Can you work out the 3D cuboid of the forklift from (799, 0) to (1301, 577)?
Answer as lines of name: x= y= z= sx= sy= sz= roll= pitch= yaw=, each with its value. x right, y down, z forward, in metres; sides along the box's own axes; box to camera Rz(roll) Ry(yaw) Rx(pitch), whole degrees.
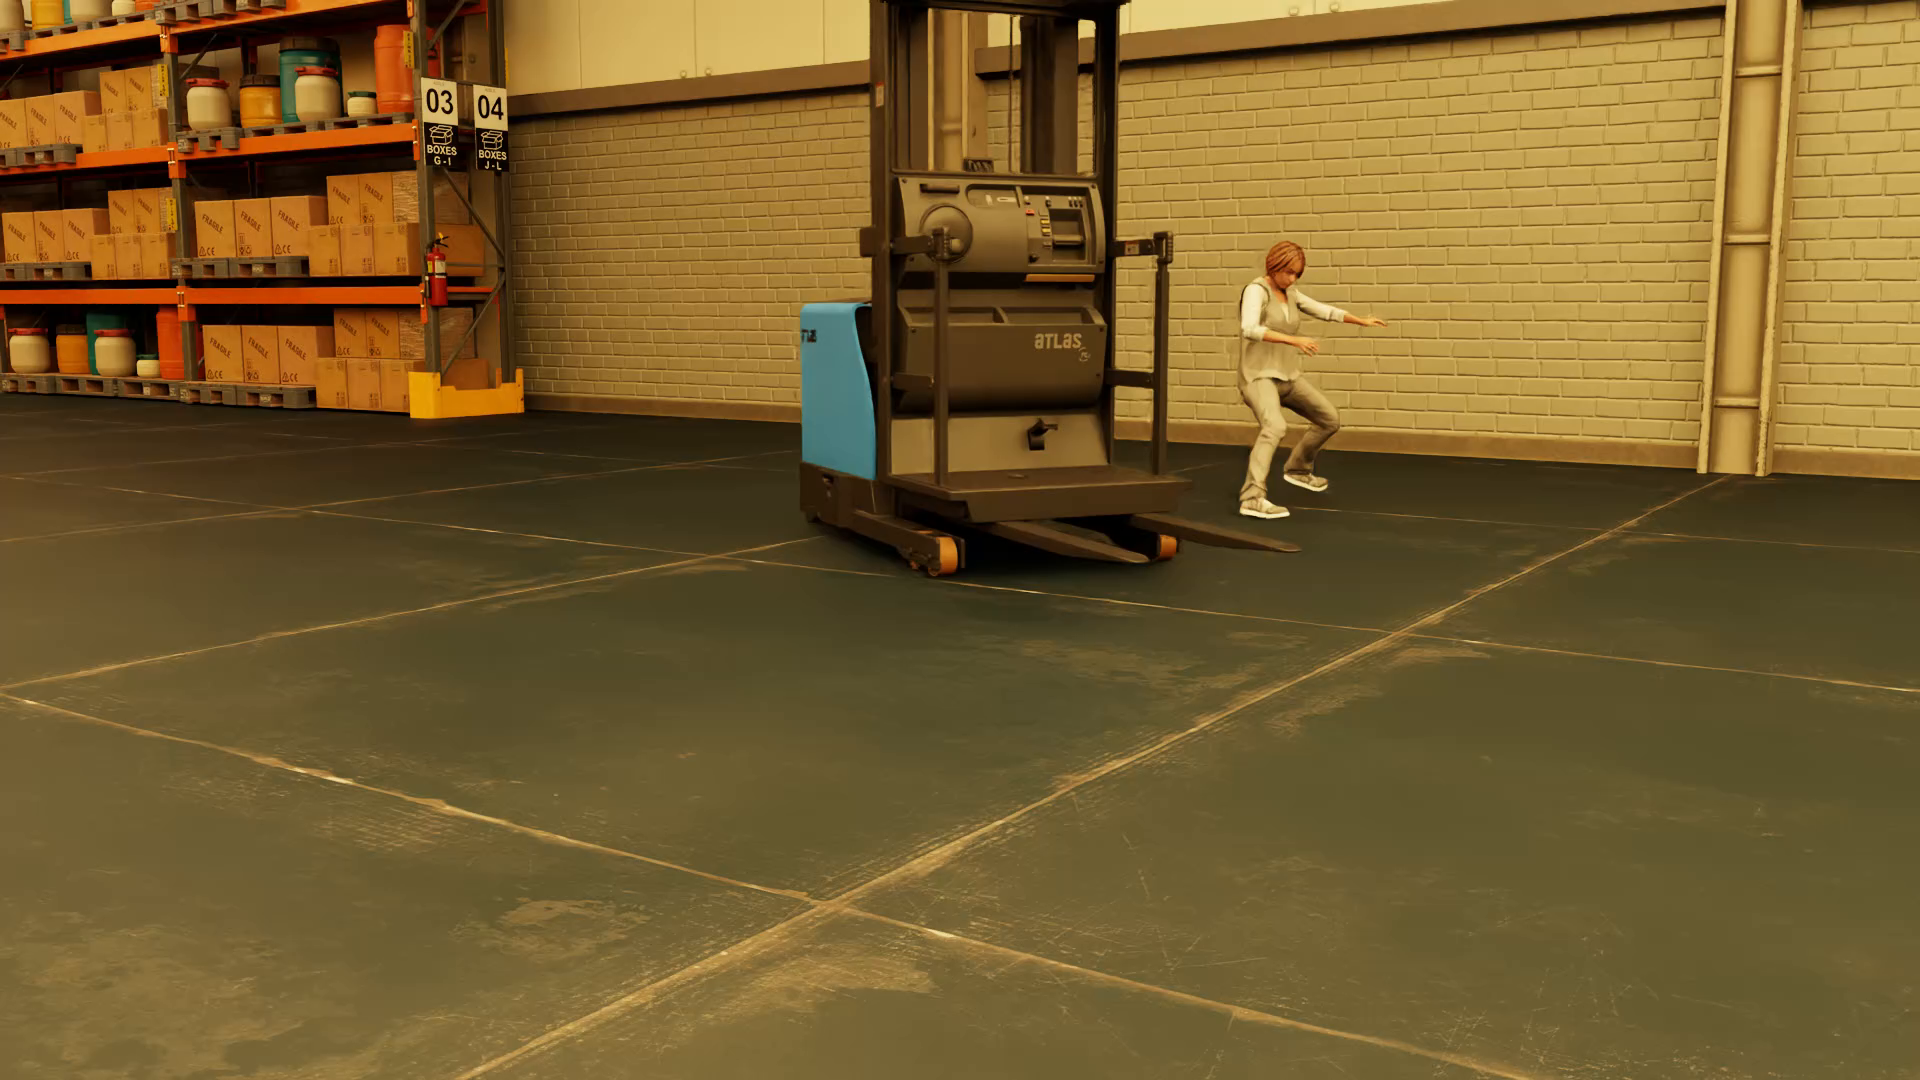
forklift: x=0.271 y=-1.371 z=6.837 sx=1.130 sy=2.935 sz=3.031 roll=-4 pitch=9 yaw=-24

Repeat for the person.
person: x=1.775 y=-0.860 z=8.766 sx=1.138 sy=1.379 sz=0.656 roll=-7 pitch=11 yaw=-42
